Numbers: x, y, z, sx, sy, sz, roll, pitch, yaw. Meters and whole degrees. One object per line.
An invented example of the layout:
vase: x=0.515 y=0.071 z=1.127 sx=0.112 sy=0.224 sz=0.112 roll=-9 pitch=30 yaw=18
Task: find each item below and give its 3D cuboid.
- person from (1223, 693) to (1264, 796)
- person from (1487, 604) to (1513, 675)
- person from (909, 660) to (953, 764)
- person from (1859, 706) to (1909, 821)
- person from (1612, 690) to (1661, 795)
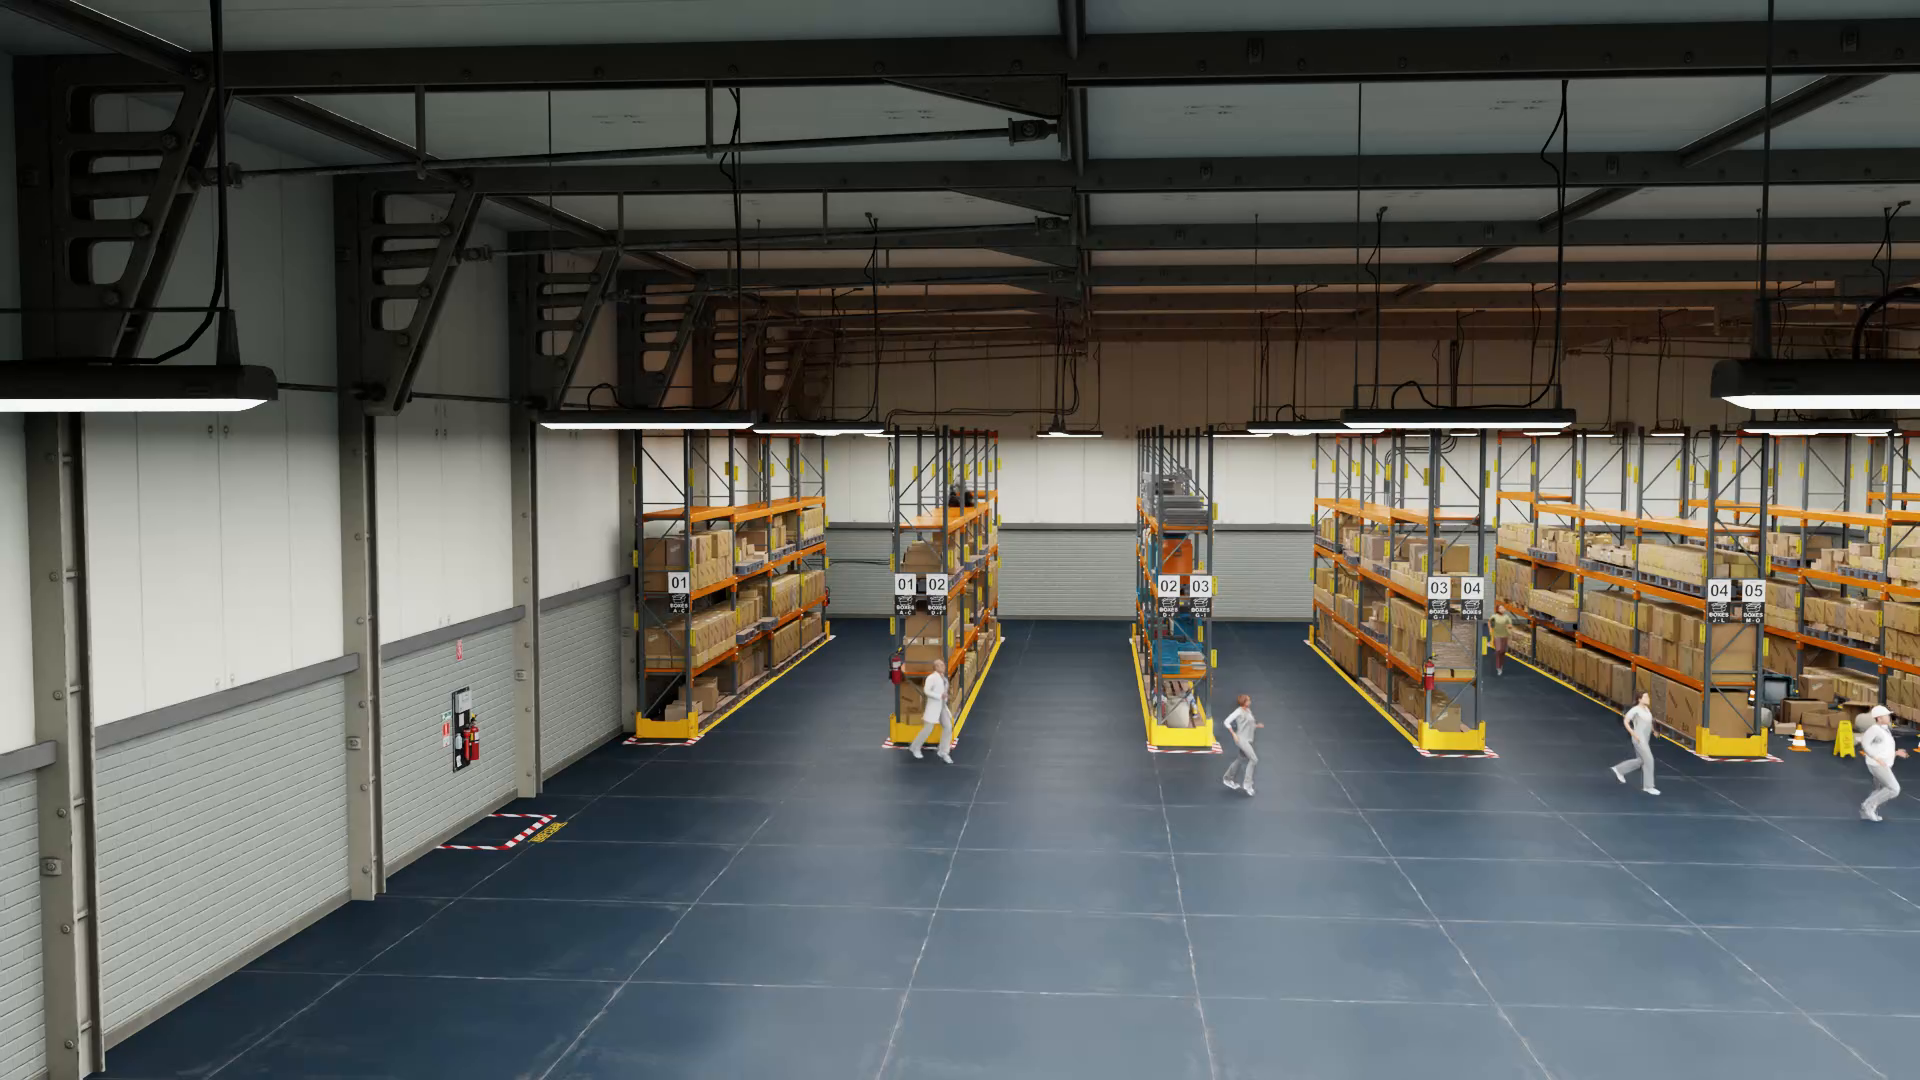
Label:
person: x=4.585 y=3.303 z=26.919 sx=0.711 sy=1.644 sz=0.504 roll=2 pitch=4 yaw=26
person: x=13.282 y=2.416 z=40.847 sx=0.560 sy=1.701 sz=0.875 roll=0 pitch=3 yaw=4
person: x=-0.434 y=3.045 z=29.764 sx=0.904 sy=1.809 sz=0.741 roll=2 pitch=4 yaw=34
person: x=13.807 y=3.349 z=24.857 sx=0.615 sy=1.729 sz=0.635 roll=3 pitch=4 yaw=40
person: x=11.058 y=3.272 z=27.153 sx=0.579 sy=1.667 sz=0.850 roll=-3 pitch=5 yaw=-43
